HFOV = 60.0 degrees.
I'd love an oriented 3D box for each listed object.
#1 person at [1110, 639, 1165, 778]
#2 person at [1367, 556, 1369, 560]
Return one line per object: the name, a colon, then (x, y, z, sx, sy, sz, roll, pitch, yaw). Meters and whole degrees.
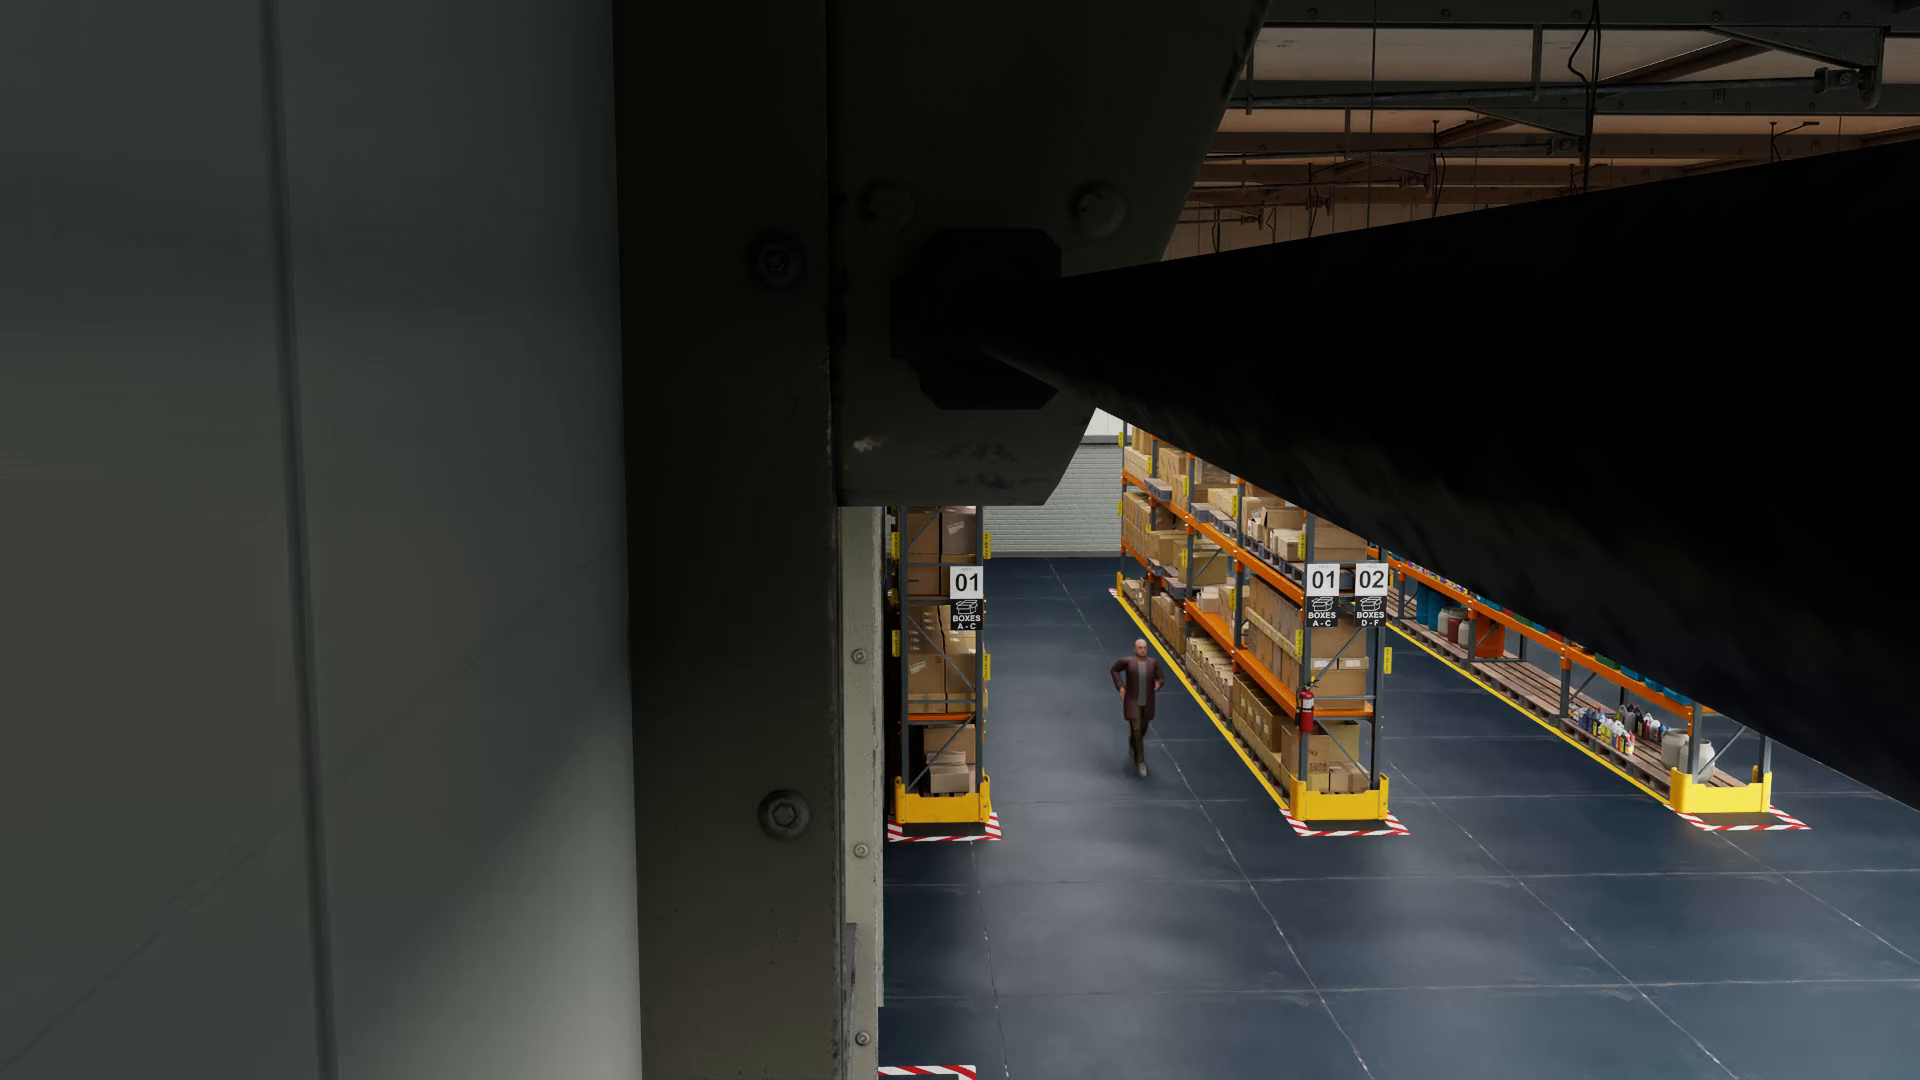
person: (2.458, 2.244, 22.800, 0.704, 1.802, 1.047, -2, 8, -11)
person: (9.021, 0.172, 38.094, 1.061, 1.710, 0.522, 0, 8, 3)
